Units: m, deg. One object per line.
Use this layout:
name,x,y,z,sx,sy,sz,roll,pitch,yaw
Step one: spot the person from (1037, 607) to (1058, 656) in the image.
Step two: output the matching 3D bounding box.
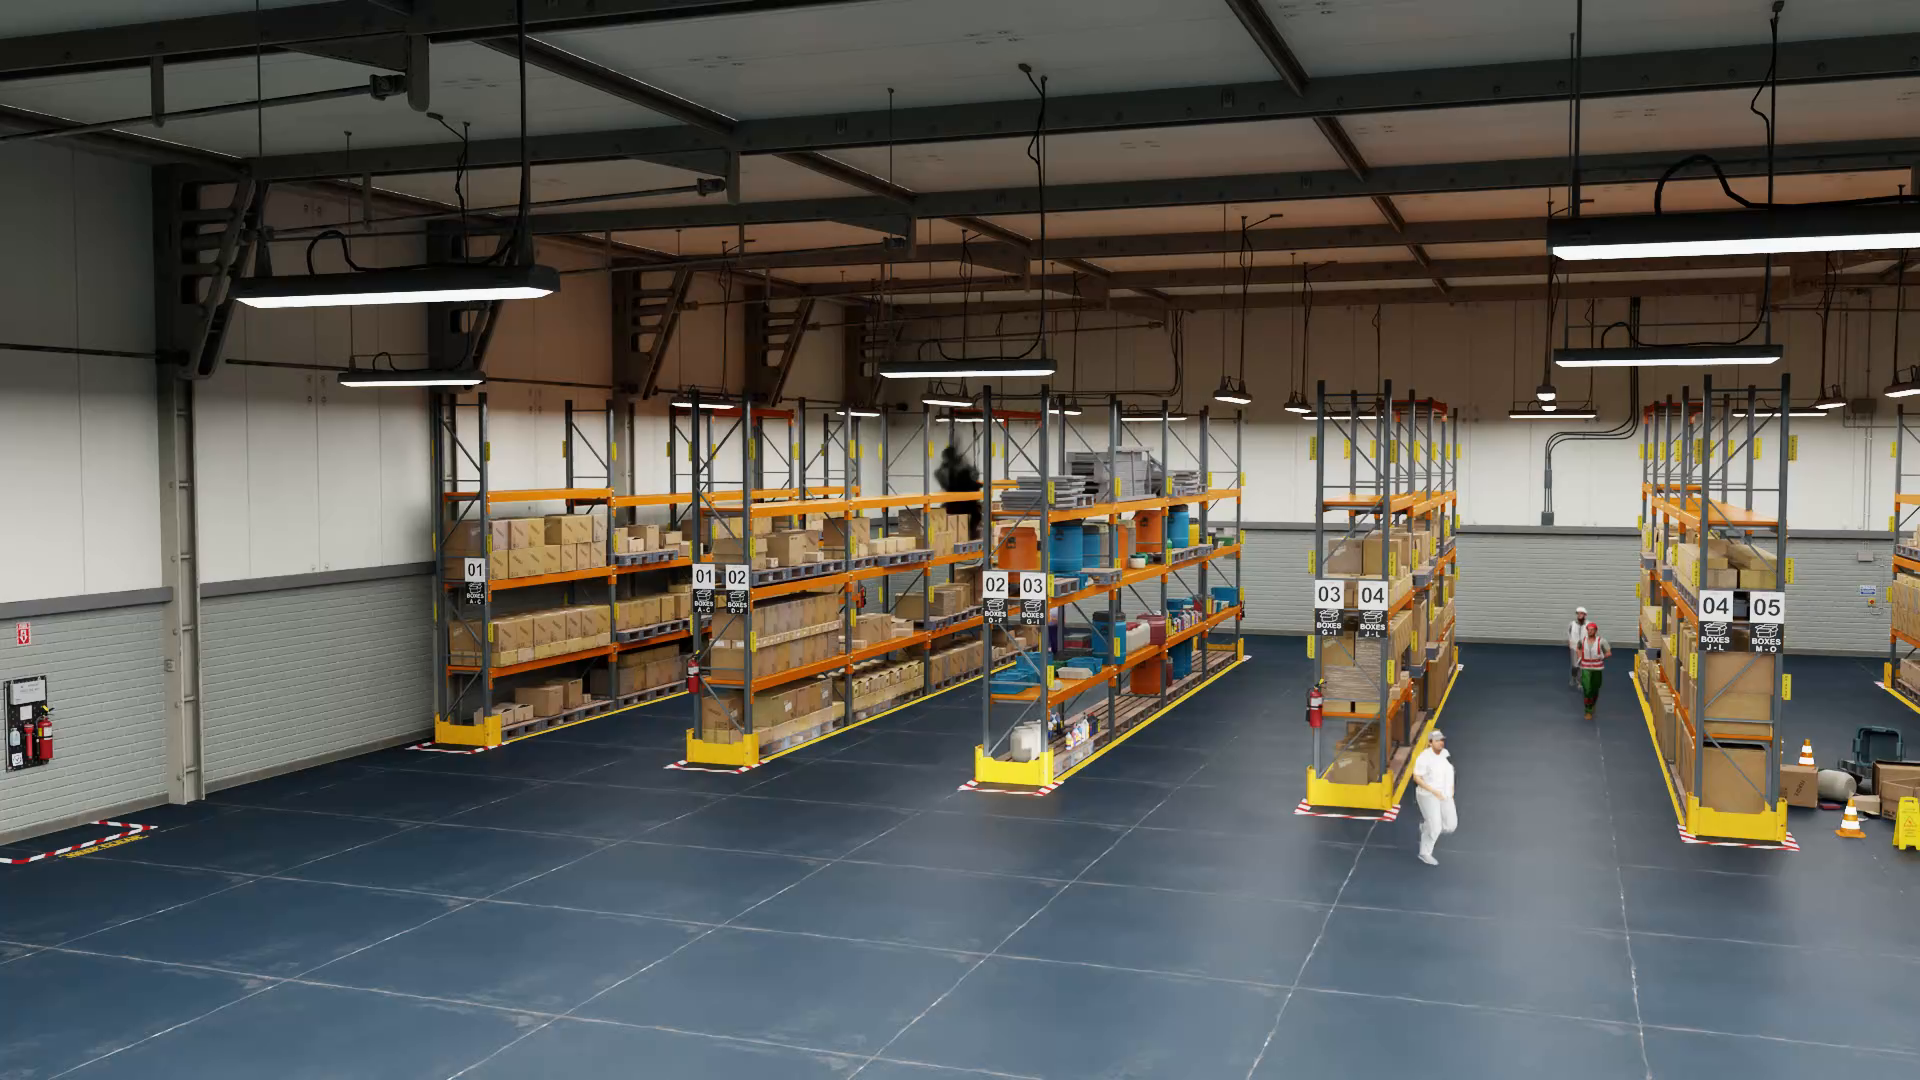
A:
person,1.909,1.979,35.492,0.595,1.676,0.822,0,3,9

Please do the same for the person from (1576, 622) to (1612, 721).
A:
person,11.877,2.441,31.180,0.633,1.804,0.928,1,3,23

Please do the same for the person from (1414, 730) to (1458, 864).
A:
person,5.800,3.129,20.241,0.633,1.621,0.576,-1,3,-24

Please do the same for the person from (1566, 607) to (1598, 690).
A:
person,13.011,2.276,34.829,0.645,1.741,0.584,1,3,24
